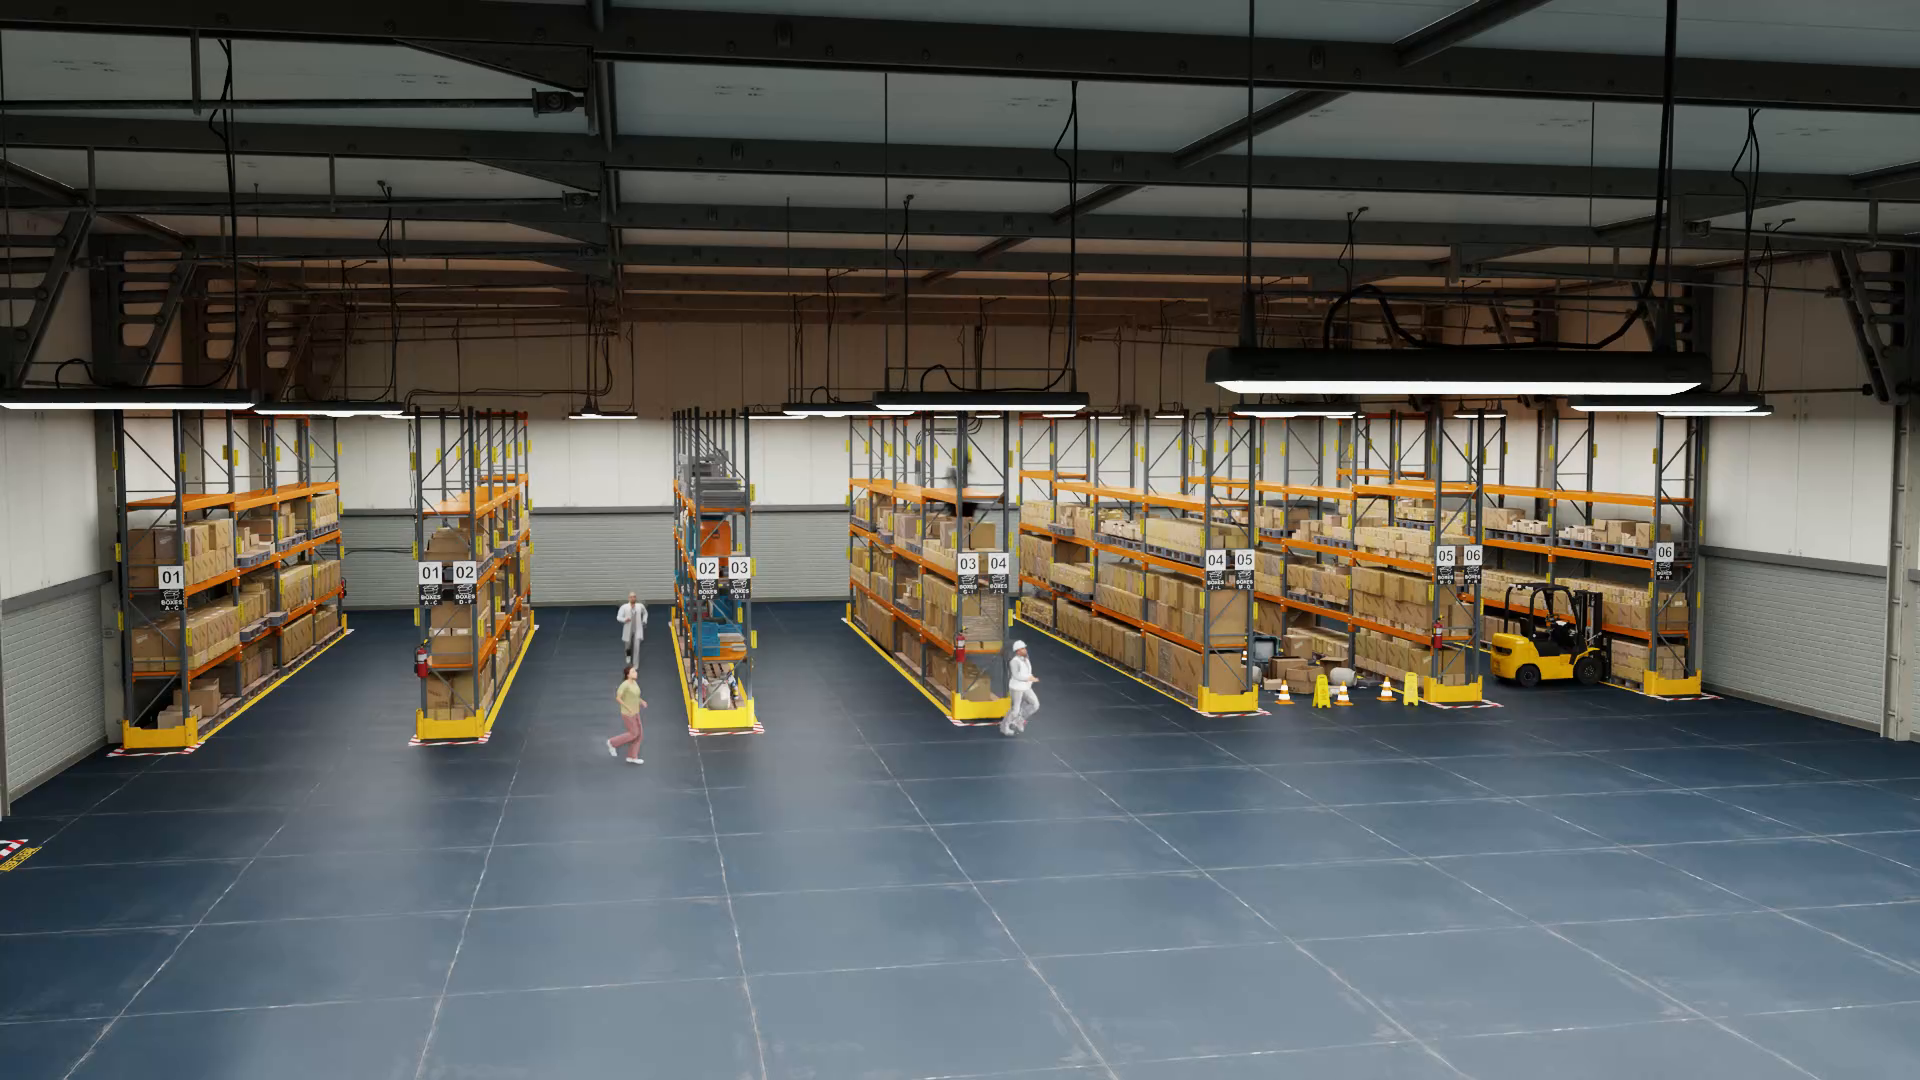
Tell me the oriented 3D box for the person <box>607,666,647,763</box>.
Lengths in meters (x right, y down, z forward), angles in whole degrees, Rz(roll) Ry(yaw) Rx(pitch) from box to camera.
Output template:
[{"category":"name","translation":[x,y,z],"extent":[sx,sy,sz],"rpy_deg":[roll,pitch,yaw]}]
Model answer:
[{"category":"person","translation":[-5.602,2.925,28.010],"extent":[0.610,1.643,0.578],"rpy_deg":[1,4,16]}]

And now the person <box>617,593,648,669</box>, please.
[{"category":"person","translation":[-7.592,2.099,38.619],"extent":[0.721,1.750,0.958],"rpy_deg":[-1,4,-14]}]

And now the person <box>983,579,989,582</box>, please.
[{"category":"person","translation":[0.516,1.503,47.809],"extent":[0.718,1.676,0.534],"rpy_deg":[2,4,21]}]

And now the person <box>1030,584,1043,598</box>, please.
[{"category":"person","translation":[2.356,1.354,50.017],"extent":[0.733,1.623,0.804],"rpy_deg":[1,4,7]}]

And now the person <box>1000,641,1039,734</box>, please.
[{"category":"person","translation":[1.122,2.683,30.297],"extent":[0.801,1.726,0.679],"rpy_deg":[3,5,34]}]
